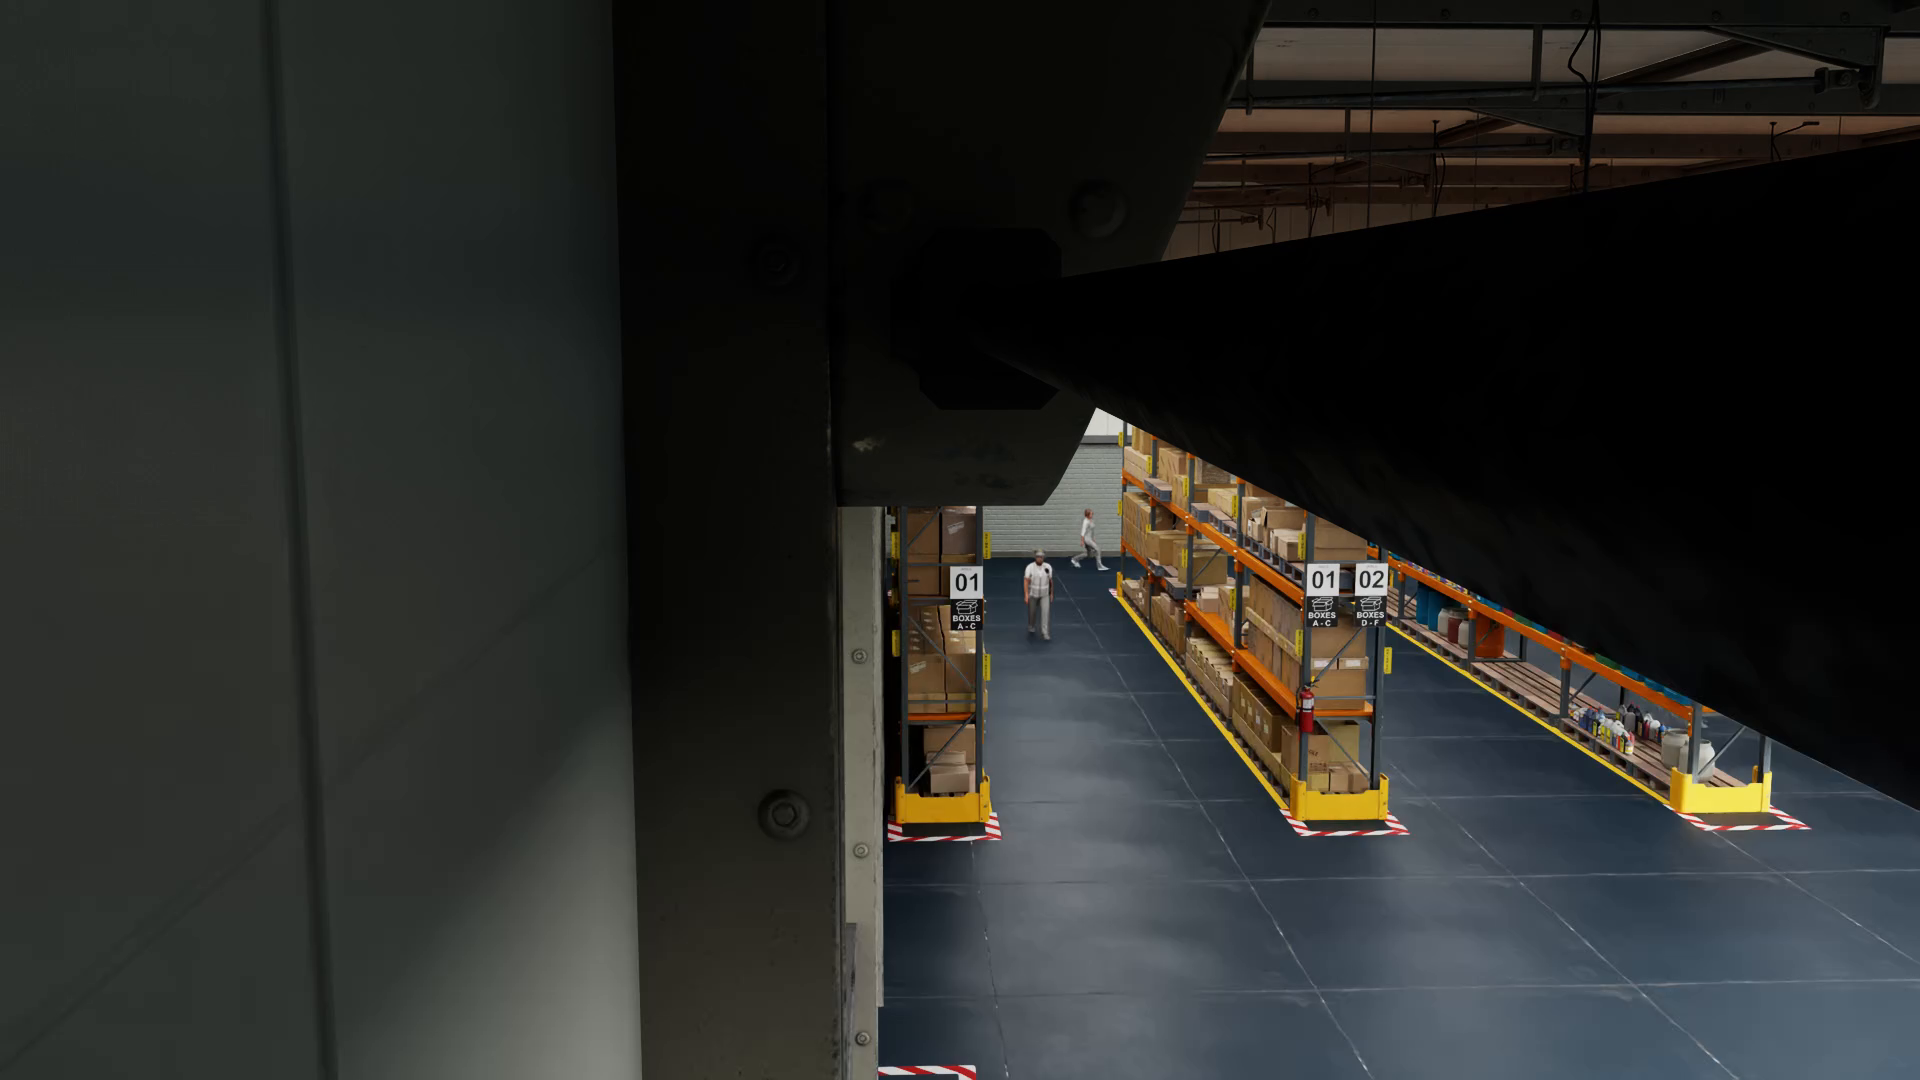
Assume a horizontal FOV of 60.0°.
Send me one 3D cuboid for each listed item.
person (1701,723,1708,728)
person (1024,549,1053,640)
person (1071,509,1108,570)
[{"bbox_3d":[11.028,1.993,24.816,0.661,1.826,0.518,-1,8,-8],"label":"person"},{"bbox_3d":[1.506,1.008,31.744,0.595,1.697,1.099,-1,8,-6],"label":"person"},{"bbox_3d":[3.118,-0.024,39.983,0.963,1.474,0.400,3,9,21],"label":"person"}]
